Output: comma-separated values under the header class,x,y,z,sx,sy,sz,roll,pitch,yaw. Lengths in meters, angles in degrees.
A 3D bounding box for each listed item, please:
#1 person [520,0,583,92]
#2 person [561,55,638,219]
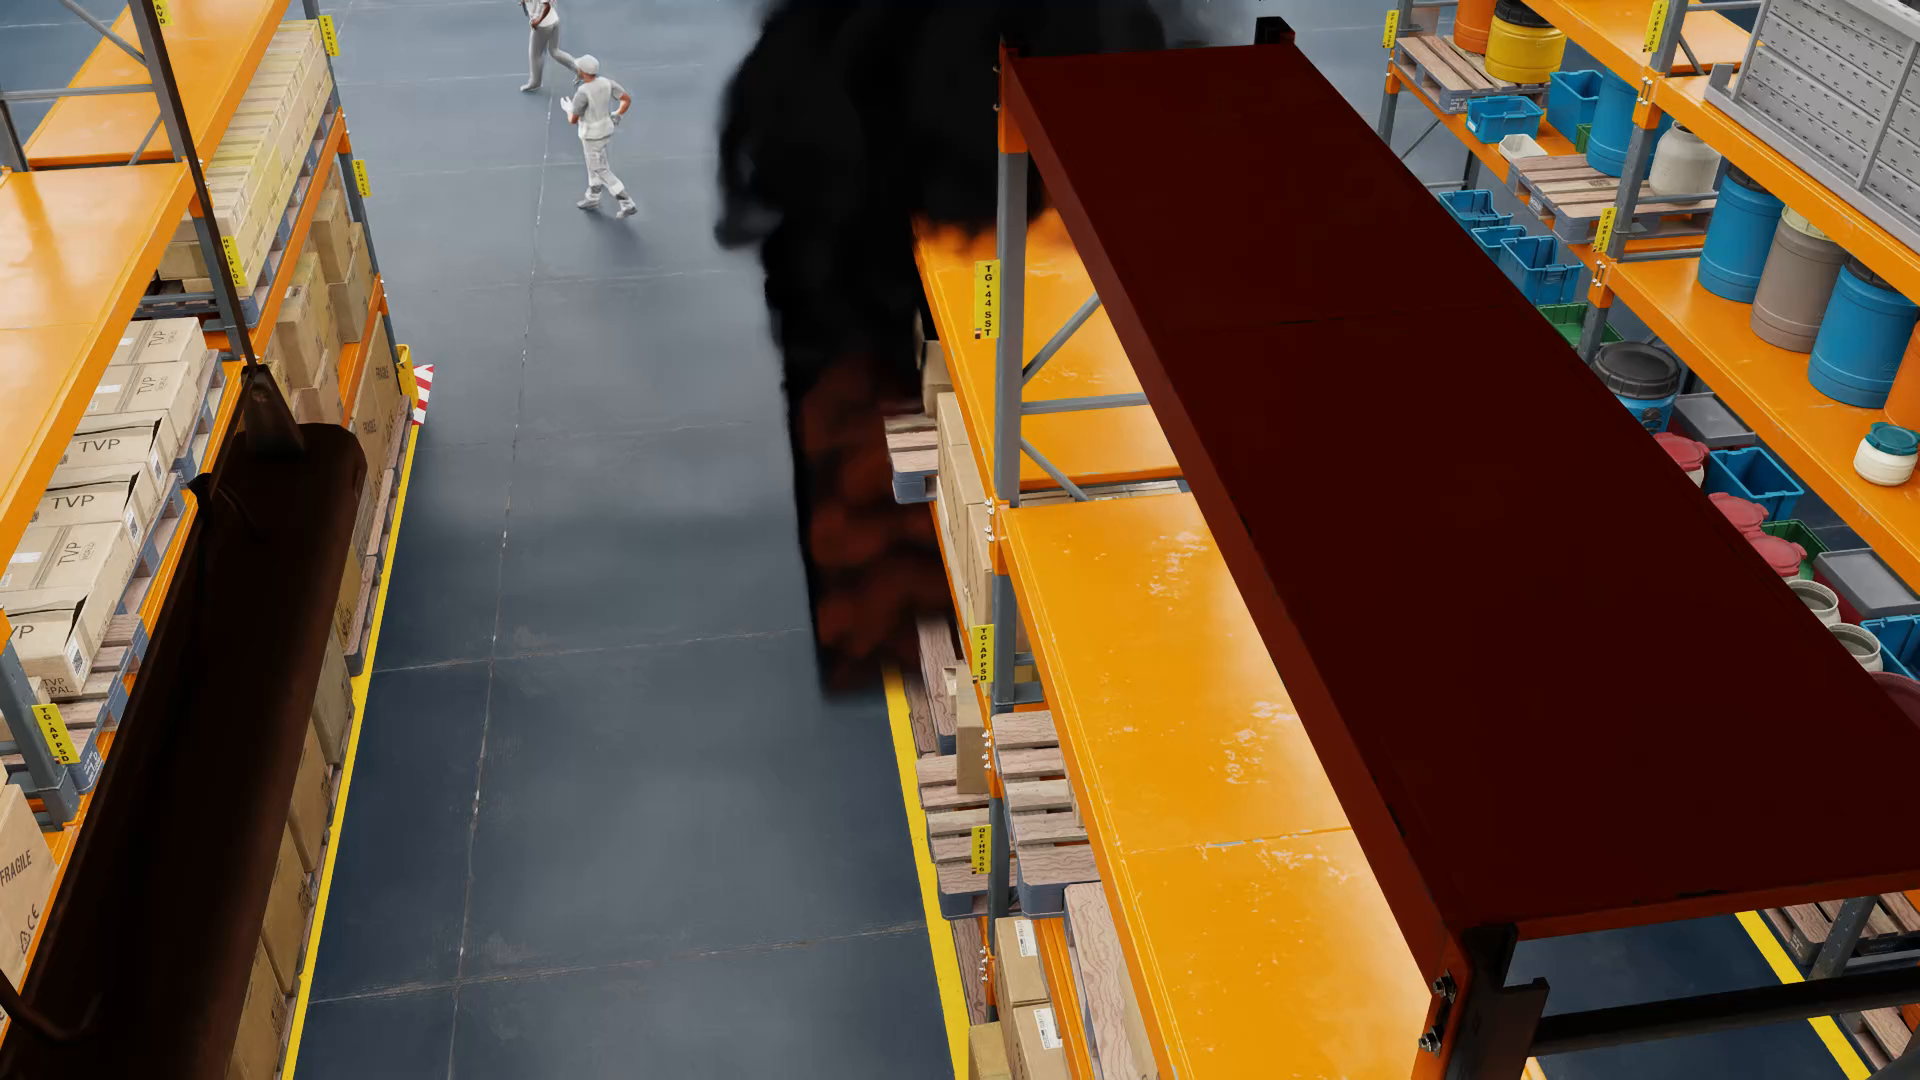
class,x,y,z,sx,sy,sz,roll,pitch,yaw
person,-5.162,-6.409,20.733,0.920,1.699,0.581,8,37,11
person,-3.866,-4.297,17.751,0.925,1.810,0.650,16,39,21
